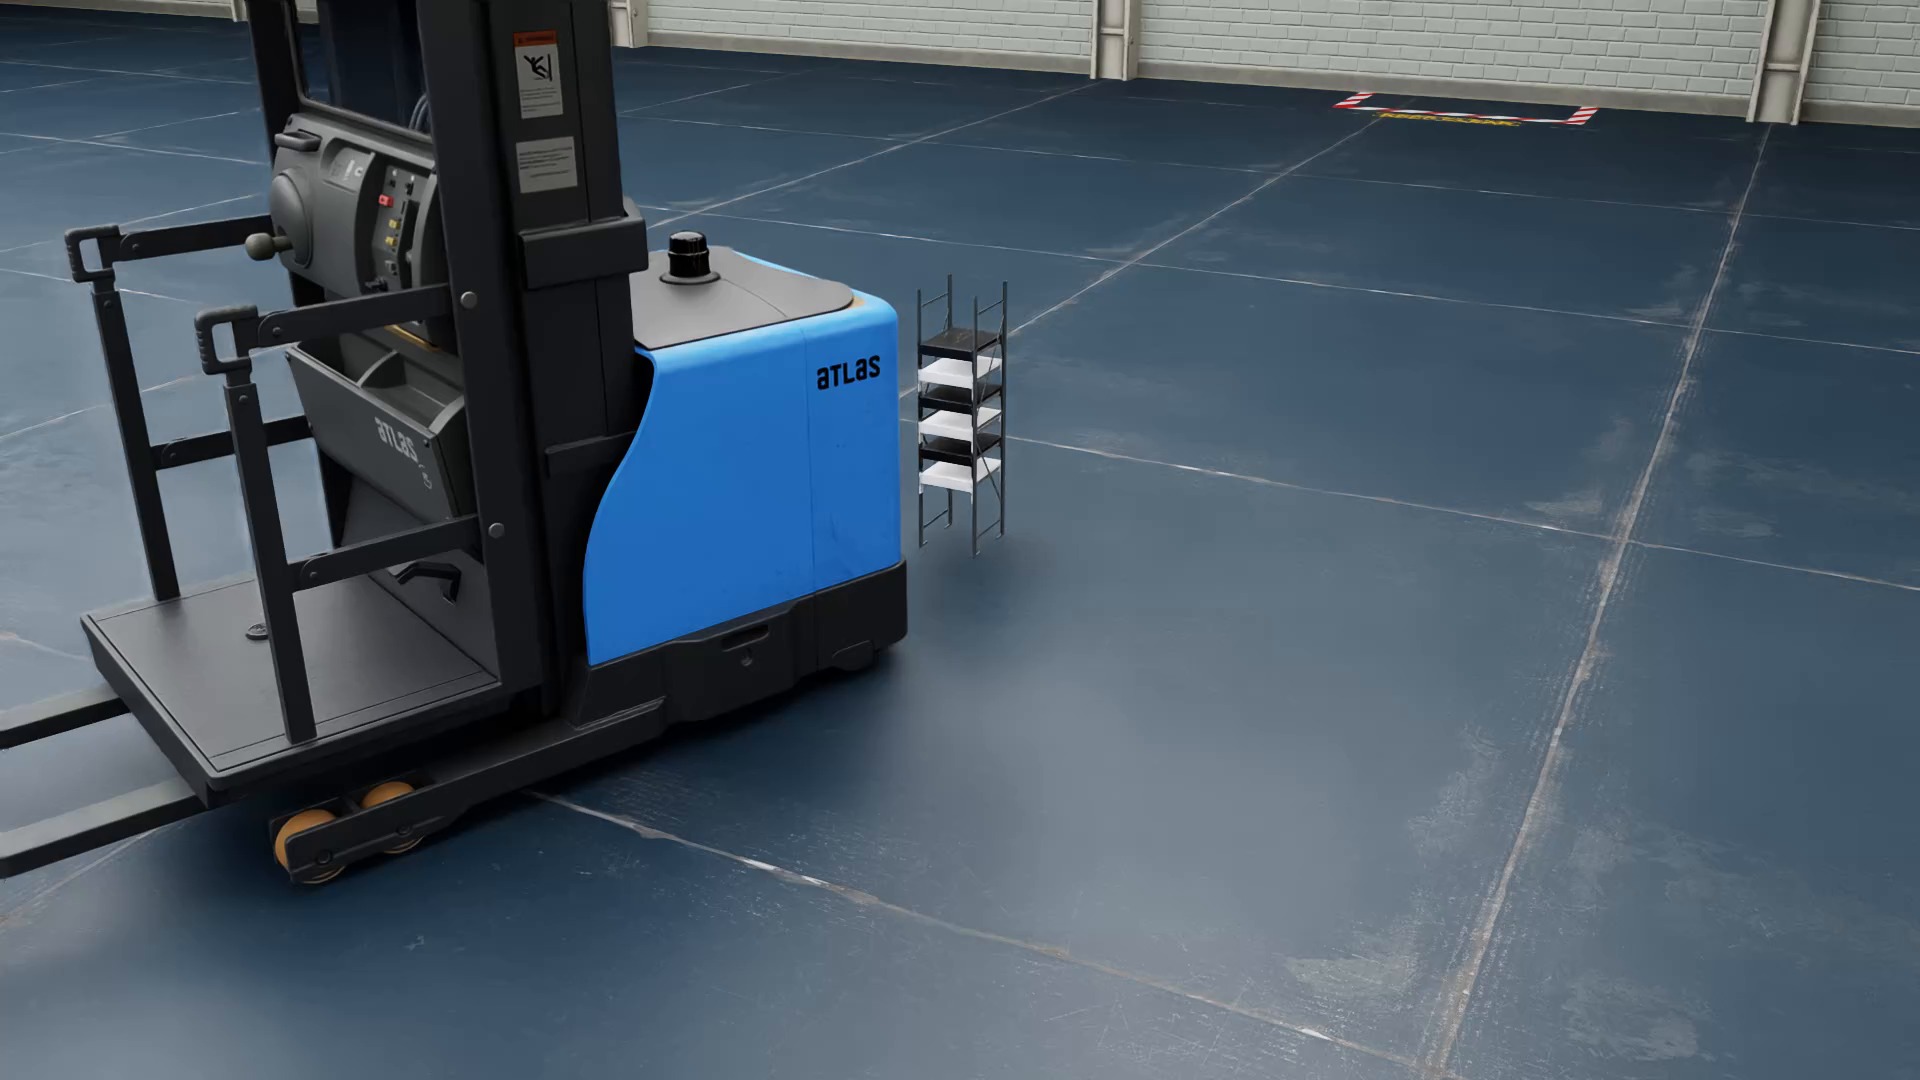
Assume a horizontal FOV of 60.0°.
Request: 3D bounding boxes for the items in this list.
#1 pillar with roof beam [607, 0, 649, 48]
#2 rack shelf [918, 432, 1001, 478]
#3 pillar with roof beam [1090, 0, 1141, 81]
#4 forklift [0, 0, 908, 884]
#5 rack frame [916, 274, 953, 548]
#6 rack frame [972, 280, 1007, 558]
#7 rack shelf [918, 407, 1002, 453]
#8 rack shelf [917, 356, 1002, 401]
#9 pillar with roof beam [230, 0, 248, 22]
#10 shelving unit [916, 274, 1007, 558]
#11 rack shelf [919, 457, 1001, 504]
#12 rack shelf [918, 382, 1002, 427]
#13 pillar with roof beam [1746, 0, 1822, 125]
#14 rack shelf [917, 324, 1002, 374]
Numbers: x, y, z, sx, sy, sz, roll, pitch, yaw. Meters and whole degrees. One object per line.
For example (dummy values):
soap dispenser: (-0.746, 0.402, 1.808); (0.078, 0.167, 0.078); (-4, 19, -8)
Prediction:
pillar with roof beam: (-5.757, -8.312, 13.797); (0.400, 9.000, 9.100); (11, 25, 25)
rack shelf: (0.007, -0.299, 5.619); (0.200, 0.077, 0.258); (11, 25, 25)
pillar with roof beam: (-0.403, -7.253, 11.306); (0.400, 9.000, 9.100); (11, 25, 25)
forklift: (-1.608, -0.782, 3.844); (3.031, 2.935, 1.130); (-18, 29, -36)
rack frame: (-0.083, -0.431, 5.613); (0.006, 0.900, 0.240); (11, 25, 25)
rack frame: (0.098, -0.395, 5.528); (0.006, 0.900, 0.240); (11, 25, 25)
rack shelf: (0.007, -0.382, 5.584); (0.200, 0.077, 0.258); (11, 25, 25)
rack shelf: (0.007, -0.548, 5.513); (0.200, 0.077, 0.258); (11, 25, 25)
pillar with roof beam: (-11.112, -9.372, 16.288); (0.400, 9.000, 9.100); (11, 25, 25)
shelving unit: (0.007, -0.413, 5.571); (0.210, 0.900, 0.258); (11, 25, 25)
rack shelf: (0.007, -0.216, 5.654); (0.200, 0.077, 0.258); (11, 25, 25)
rack shelf: (0.007, -0.465, 5.548); (0.200, 0.077, 0.258); (11, 25, 25)
pillar with roof beam: (4.952, -6.193, 8.814); (0.400, 9.000, 9.100); (11, 25, 25)
rack shelf: (0.007, -0.630, 5.478); (0.200, 0.077, 0.258); (11, 25, 25)
